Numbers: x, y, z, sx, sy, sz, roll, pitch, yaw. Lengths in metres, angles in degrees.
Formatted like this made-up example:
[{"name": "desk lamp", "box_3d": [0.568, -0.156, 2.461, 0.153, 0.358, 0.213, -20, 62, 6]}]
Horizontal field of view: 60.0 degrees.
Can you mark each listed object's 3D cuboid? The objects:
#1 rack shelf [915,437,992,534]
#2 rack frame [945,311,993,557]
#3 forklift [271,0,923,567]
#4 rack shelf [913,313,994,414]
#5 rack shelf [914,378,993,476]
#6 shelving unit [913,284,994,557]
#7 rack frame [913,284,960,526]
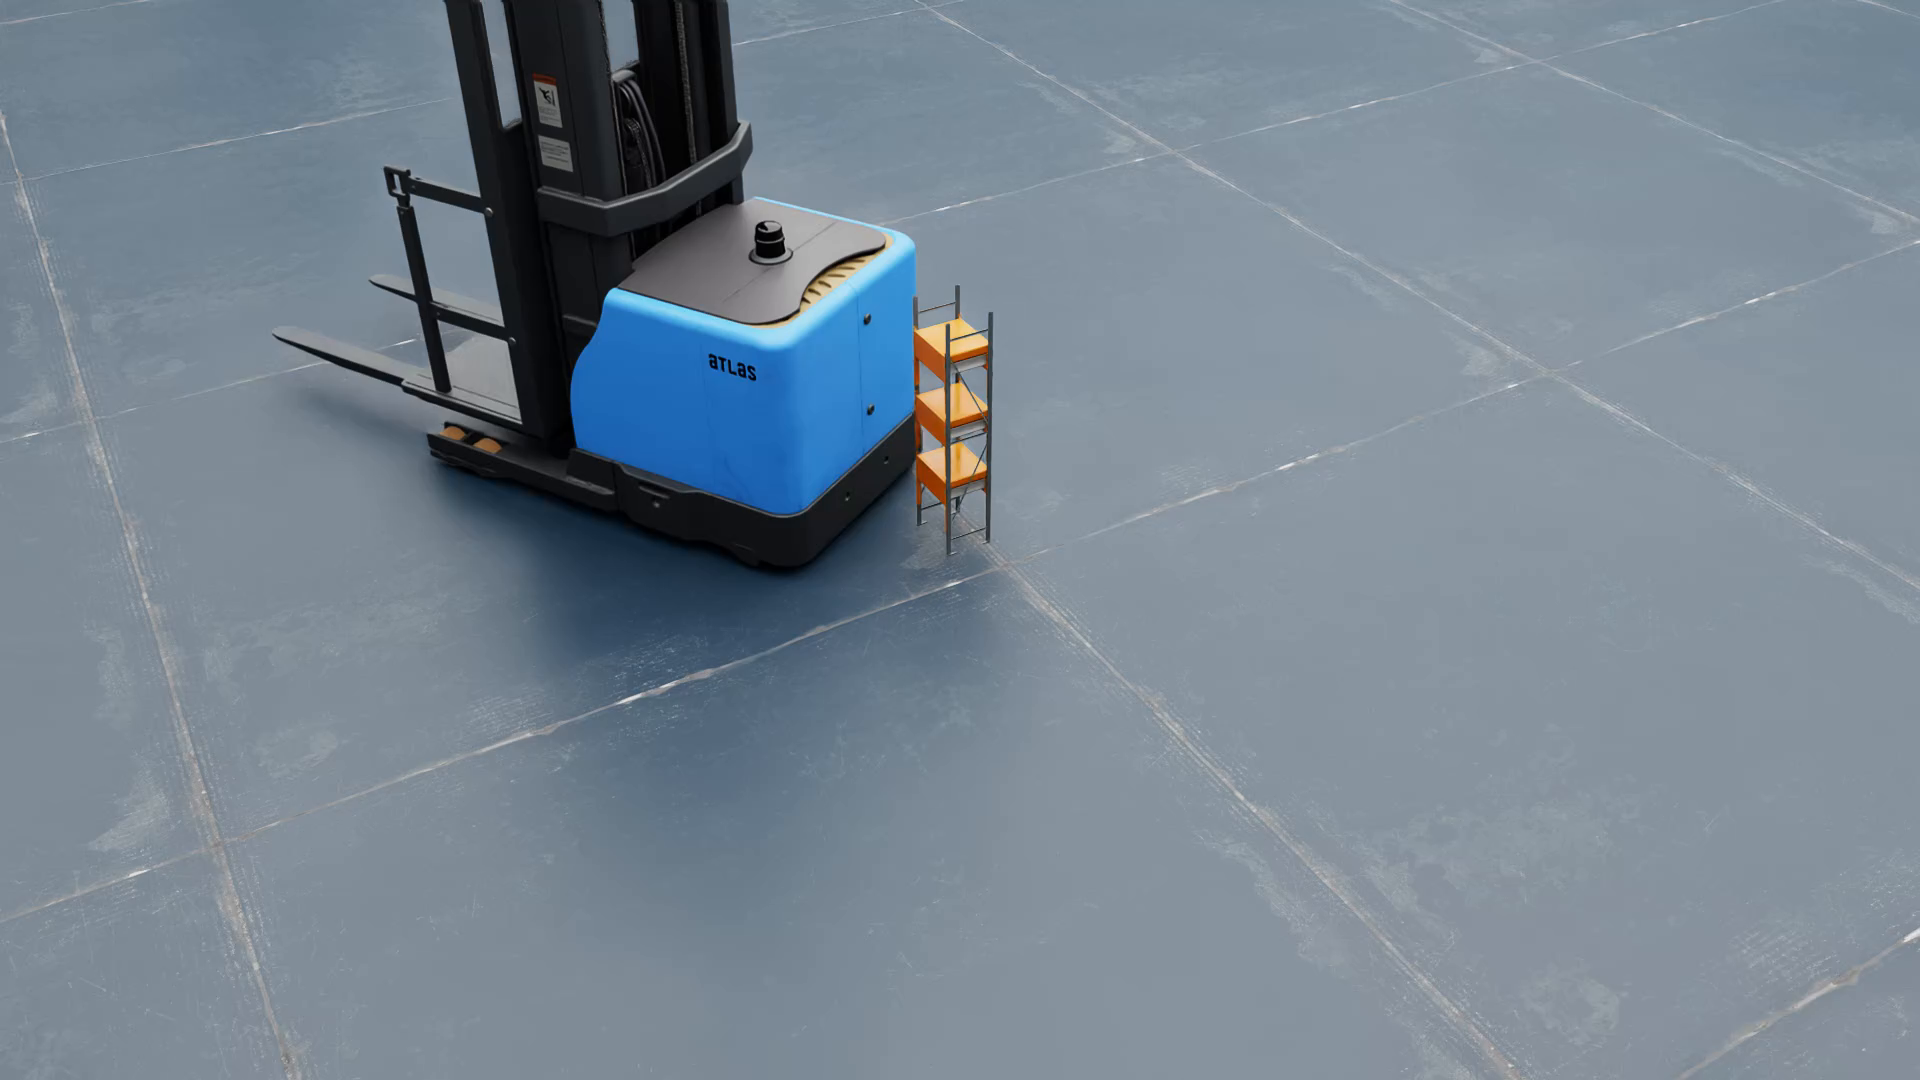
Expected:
[{"name": "rack shelf", "box_3d": [-0.027, -0.218, 6.648, 0.215, 0.259, 0.240, -19, 40, -24]}, {"name": "rack frame", "box_3d": [0.034, -0.389, 6.393, 0.200, 1.050, 0.008, -19, 40, -24]}, {"name": "forklift", "box_3d": [-1.701, -1.701, 6.595, 3.031, 2.935, 1.130, 18, 40, 23]}, {"name": "rack shelf", "box_3d": [-0.027, -0.672, 6.317, 0.215, 0.259, 0.240, -19, 40, -24]}, {"name": "rack shelf", "box_3d": [-0.027, -0.443, 6.484, 0.215, 0.259, 0.240, -19, 40, -24]}, {"name": "shelving unit", "box_3d": [-0.027, -0.451, 6.478, 0.215, 1.050, 0.252, -19, 40, -24]}, {"name": "rack frame", "box_3d": [-0.088, -0.513, 6.563, 0.200, 1.050, 0.008, -19, 40, -24]}]
